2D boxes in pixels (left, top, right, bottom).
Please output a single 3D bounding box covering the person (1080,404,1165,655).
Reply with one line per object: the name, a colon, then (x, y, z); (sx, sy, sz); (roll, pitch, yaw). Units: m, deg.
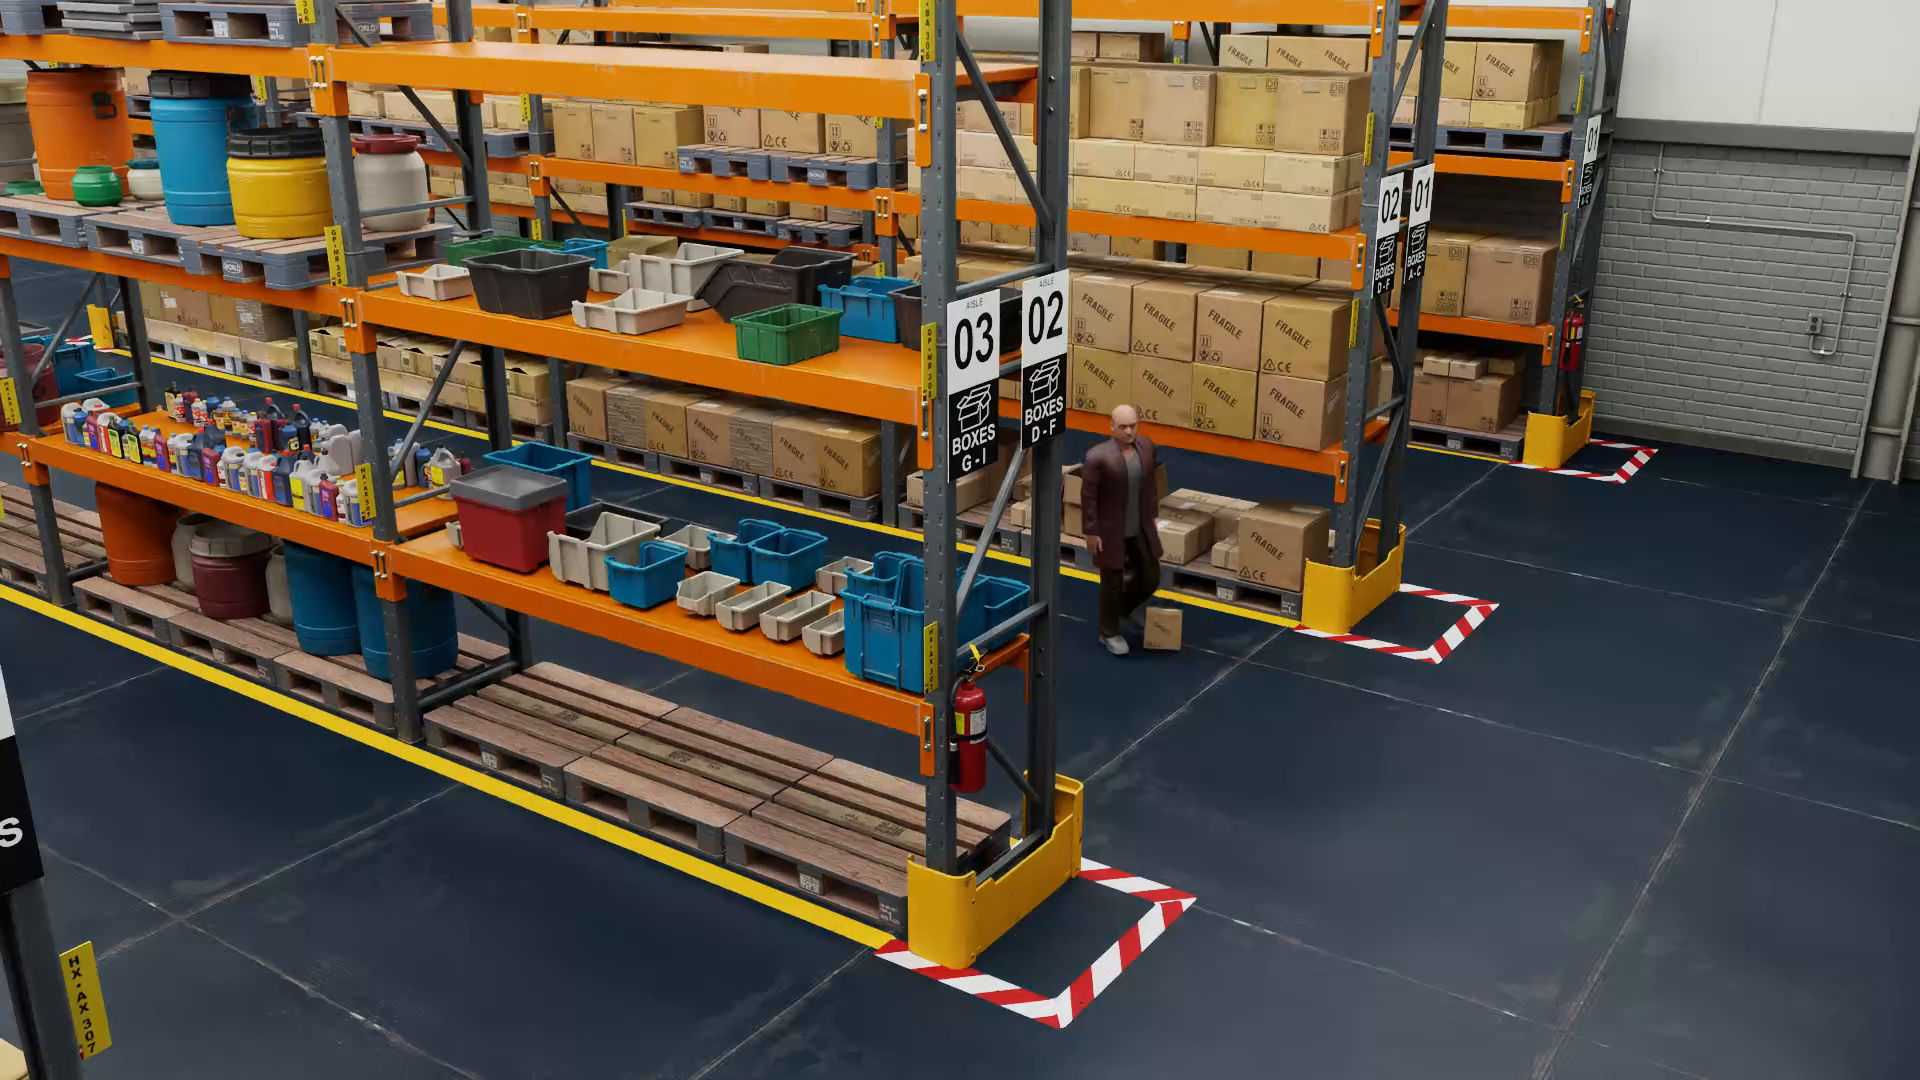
person: (1.074, -0.090, 11.316); (0.614, 1.774, 0.563); (-8, 21, -21)
